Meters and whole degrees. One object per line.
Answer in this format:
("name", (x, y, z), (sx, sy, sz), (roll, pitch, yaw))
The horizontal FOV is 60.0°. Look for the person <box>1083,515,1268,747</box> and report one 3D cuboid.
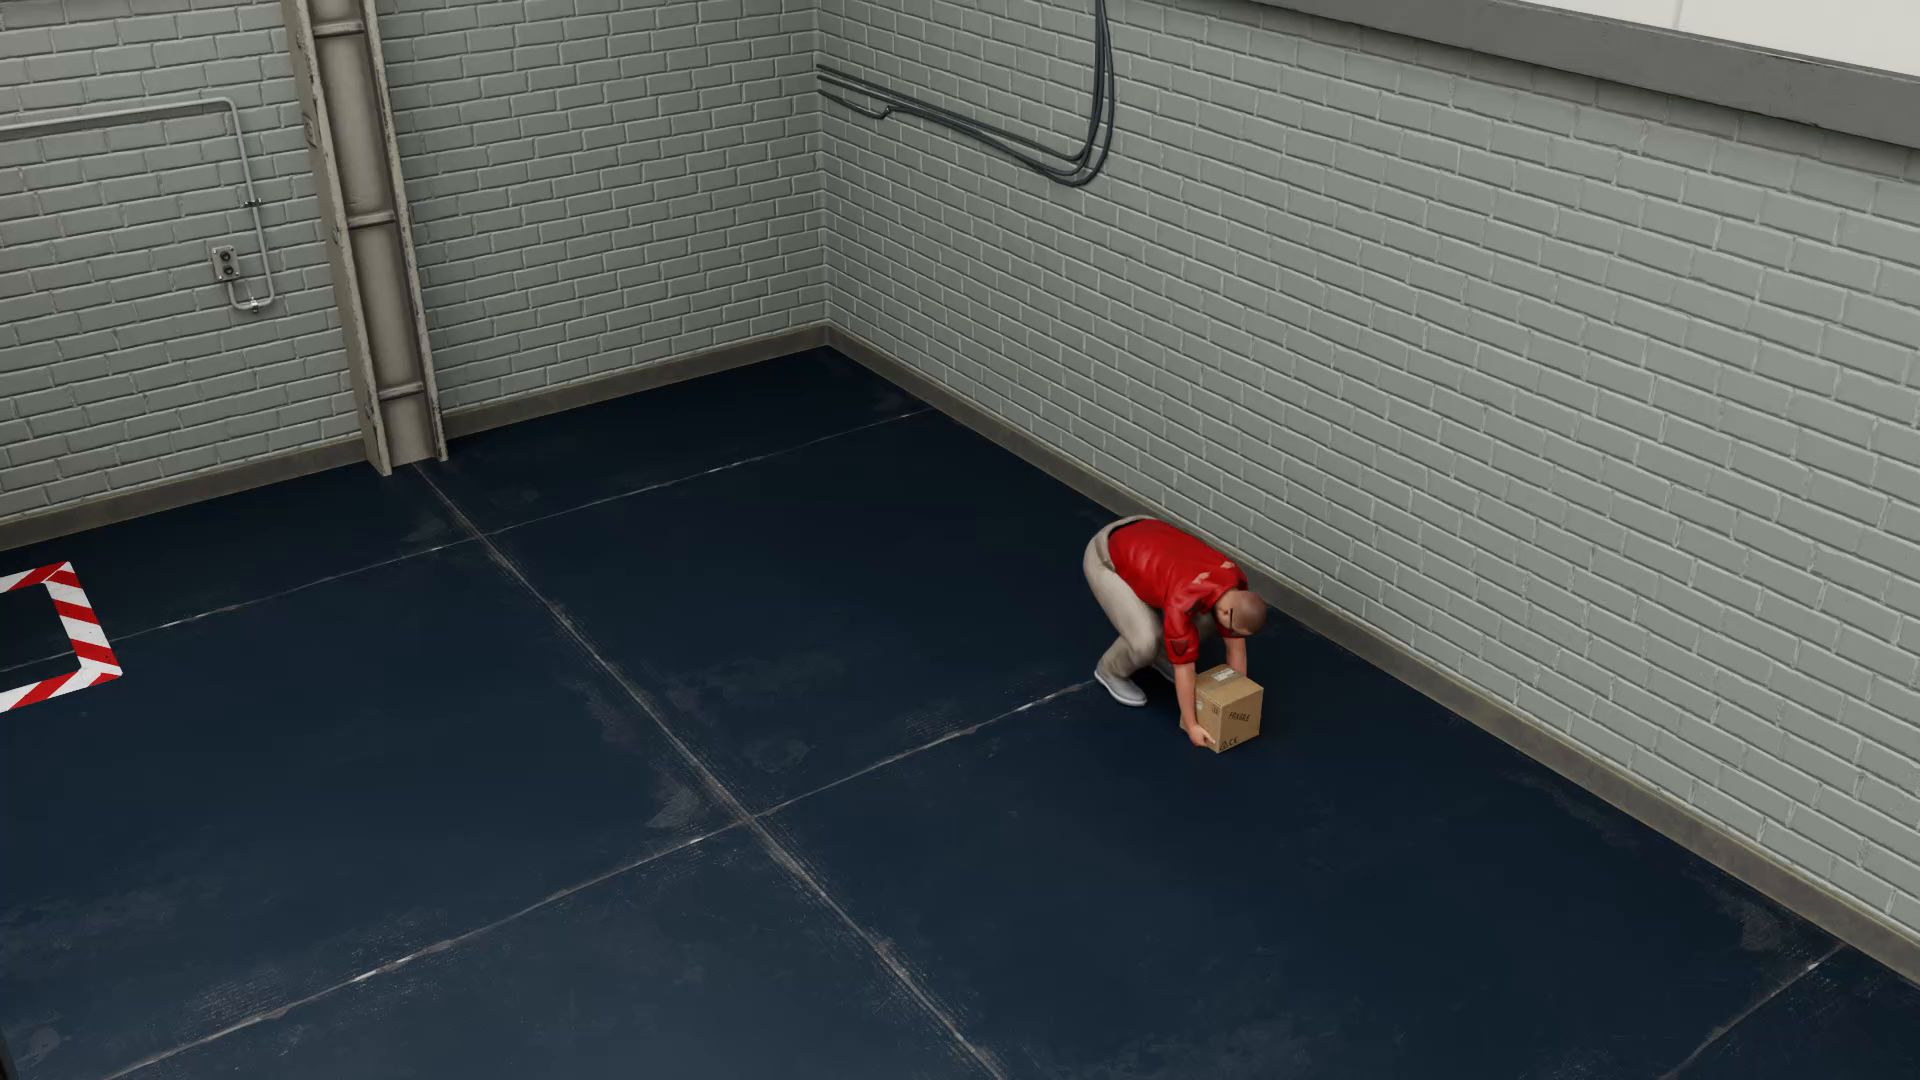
("person", (0.965, 0.373, 7.429), (0.540, 0.836, 0.957), (-20, 34, -32))
